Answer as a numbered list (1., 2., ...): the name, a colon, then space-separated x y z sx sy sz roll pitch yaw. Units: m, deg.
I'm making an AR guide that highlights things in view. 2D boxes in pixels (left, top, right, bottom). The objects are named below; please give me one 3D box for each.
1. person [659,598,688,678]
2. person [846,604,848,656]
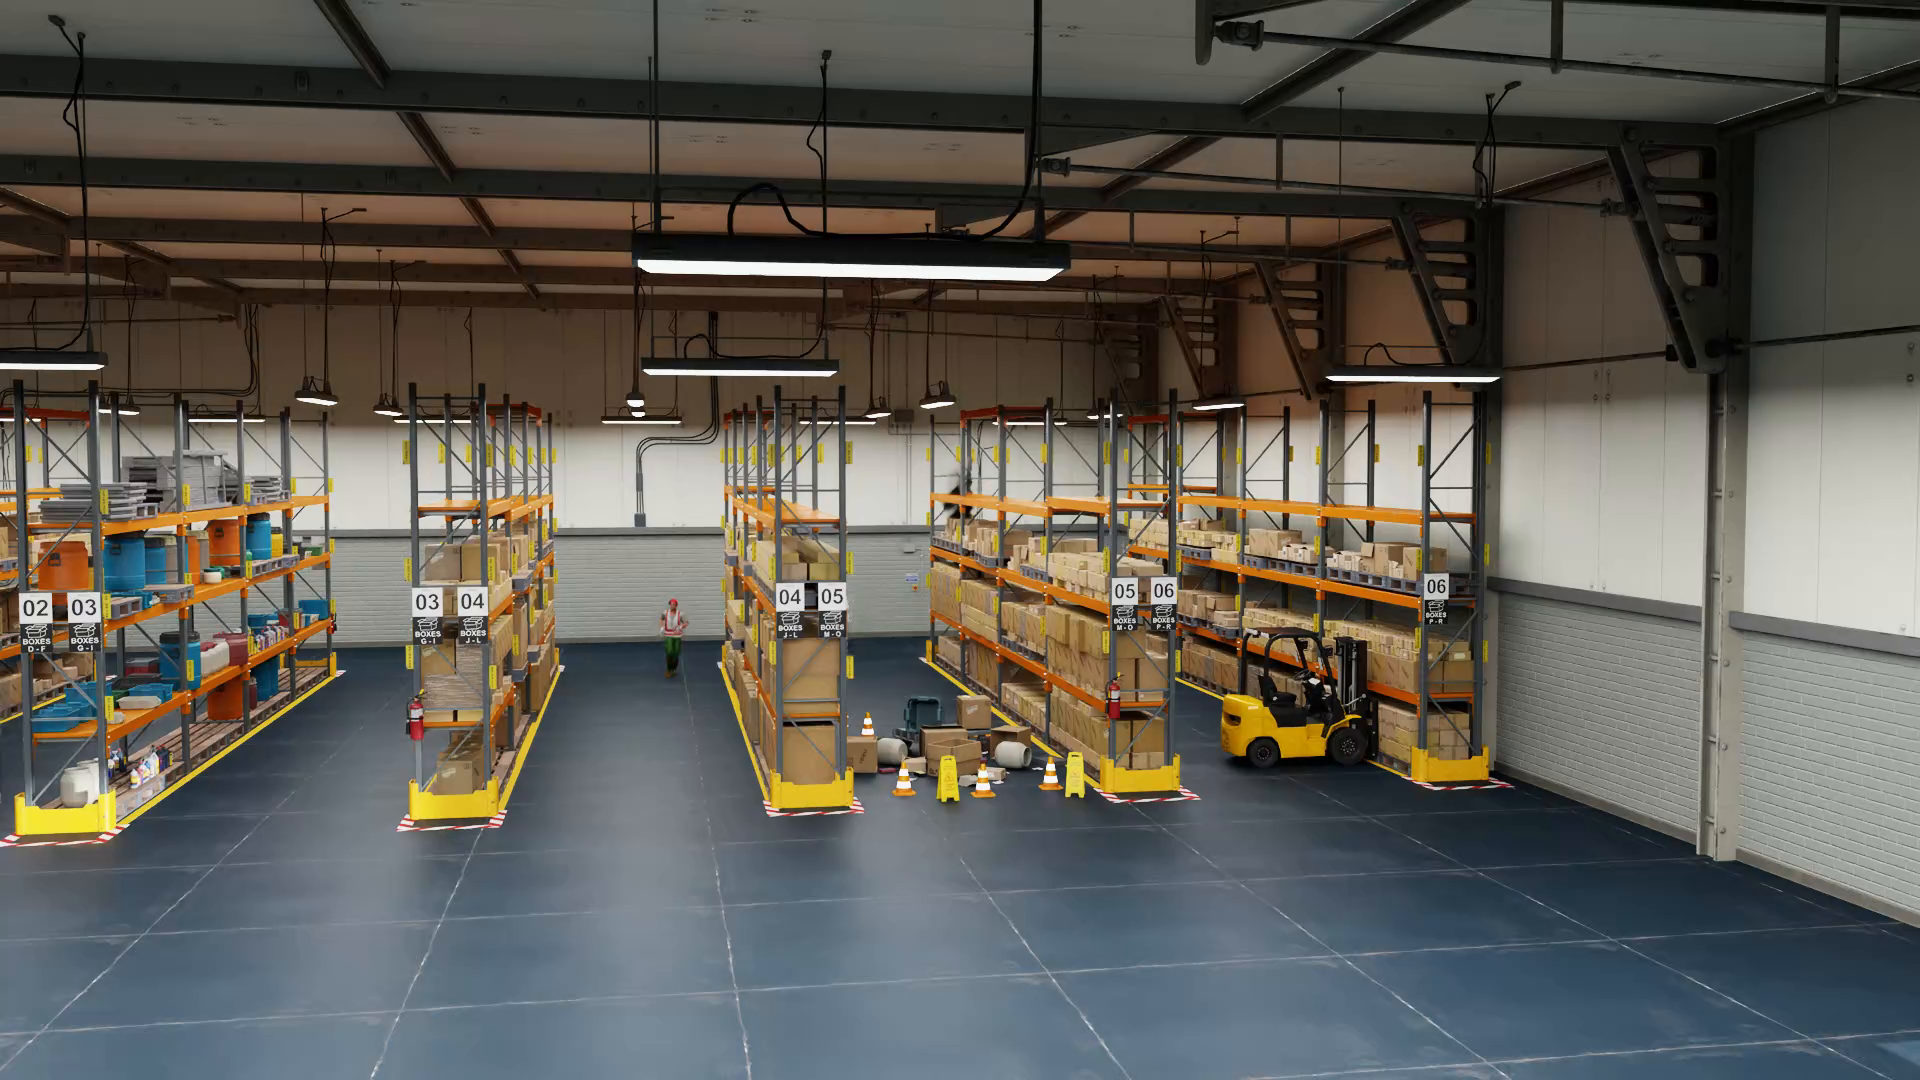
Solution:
1. person: -6.458 2.216 37.528 0.656 1.808 0.720 0 3 -7
2. person: -3.087 2.033 41.334 0.605 1.752 0.644 0 3 -4
